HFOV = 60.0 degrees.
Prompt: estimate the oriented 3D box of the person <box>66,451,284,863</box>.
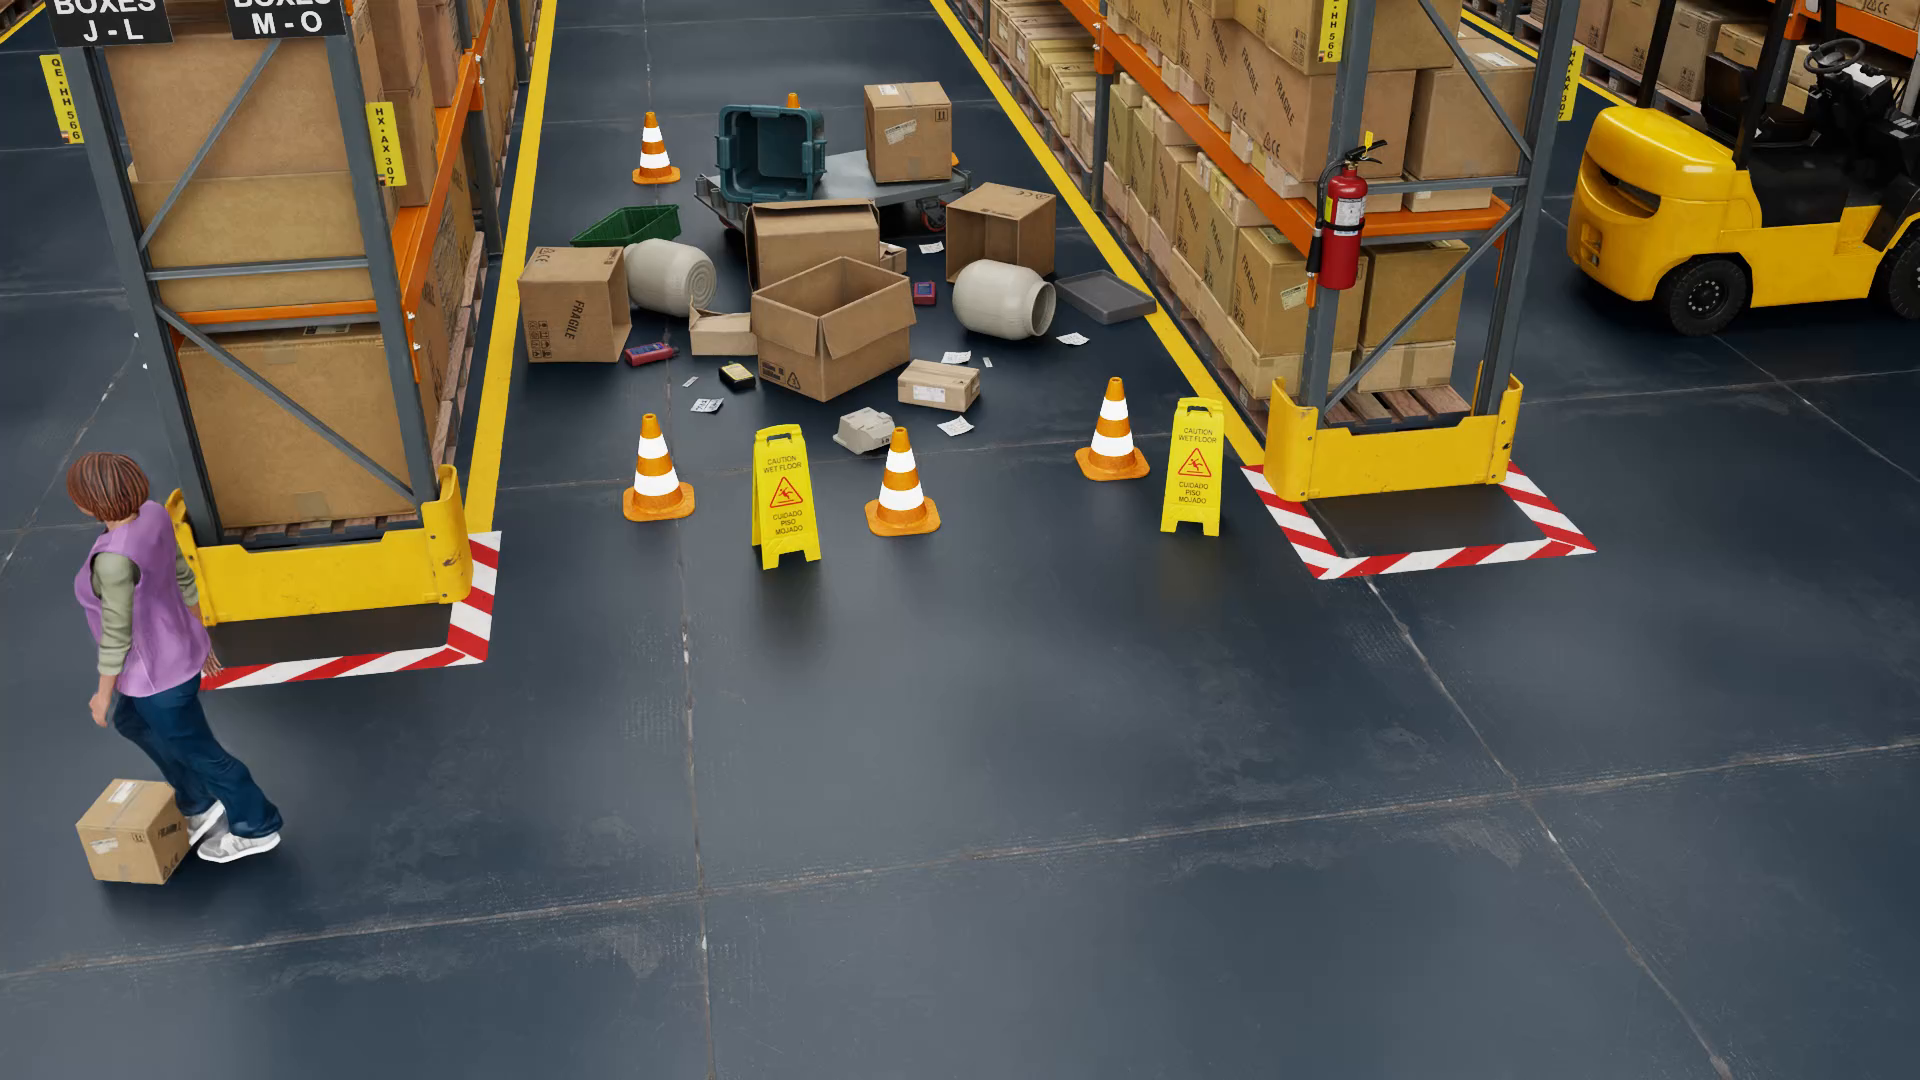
[{"bbox_3d":[-2.602,0.436,5.417,0.485,1.633,0.406,-4,31,-7],"label":"person"}]
